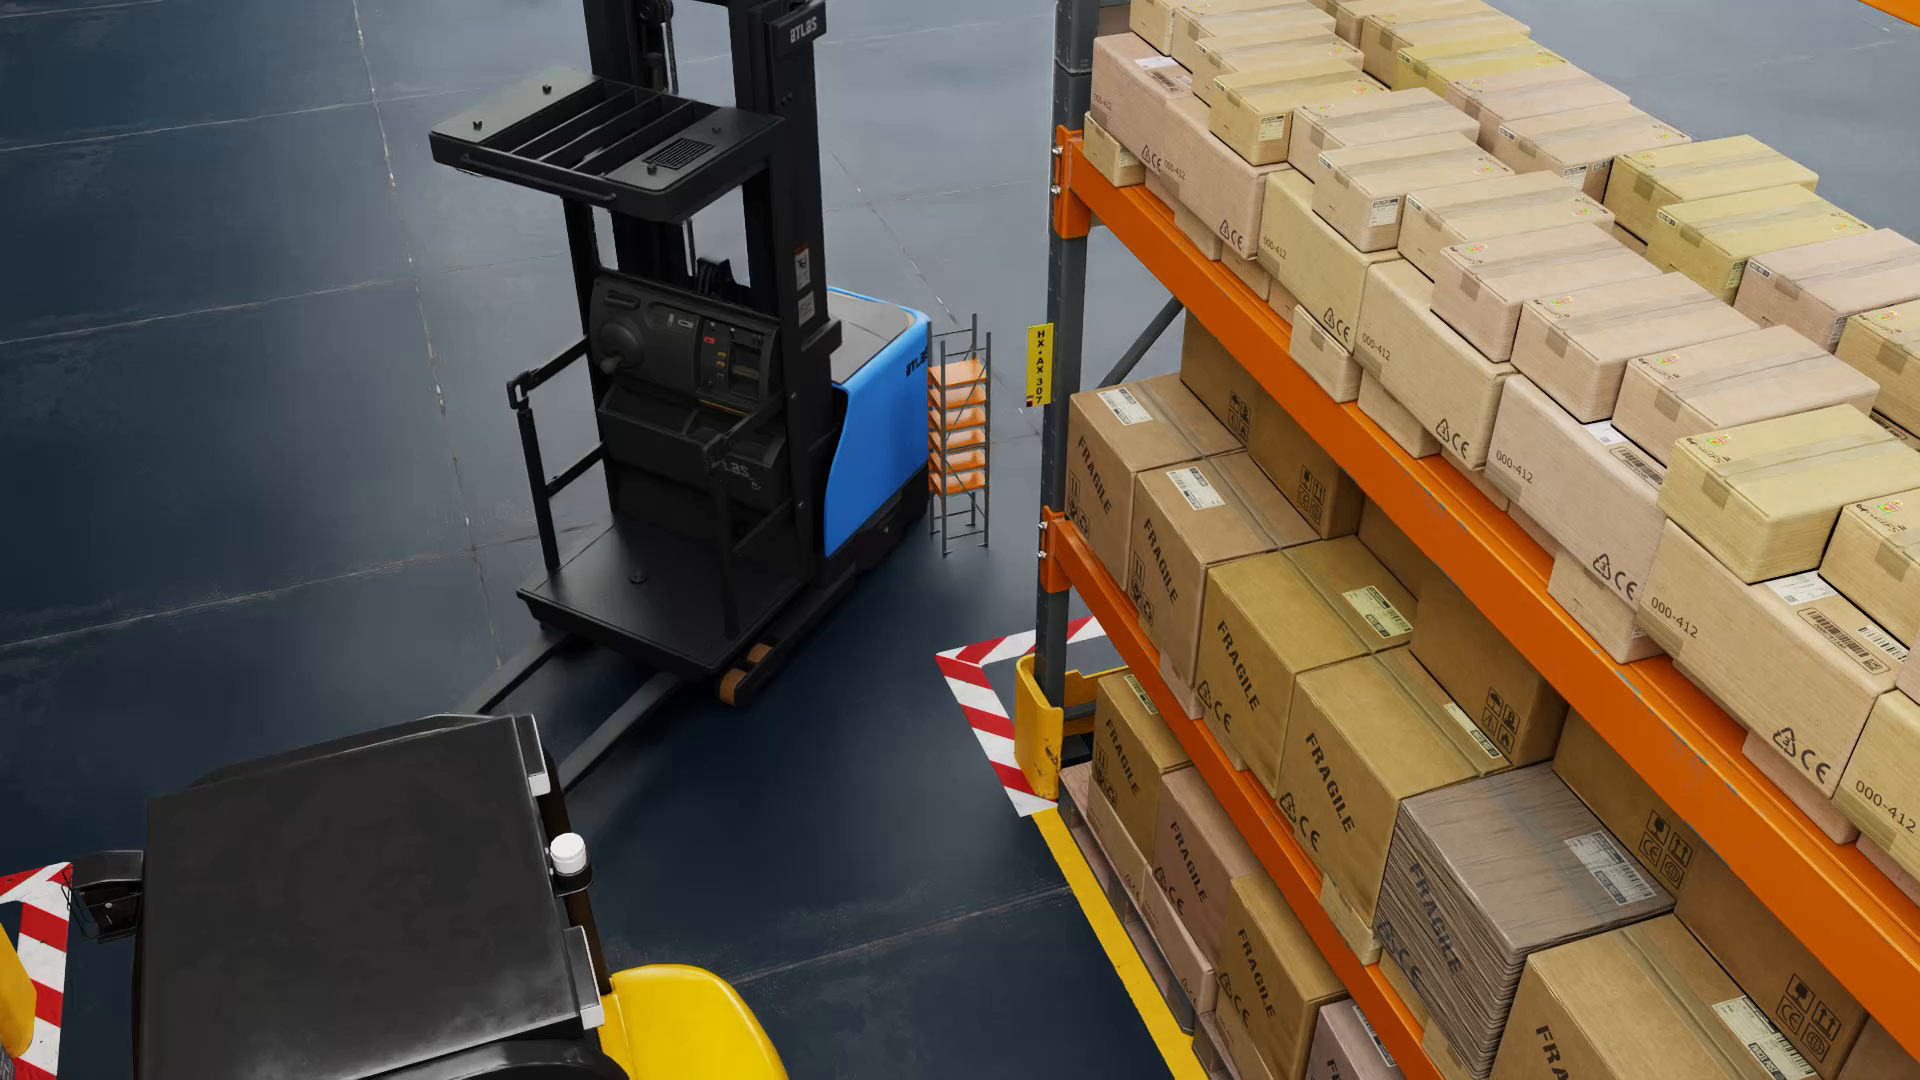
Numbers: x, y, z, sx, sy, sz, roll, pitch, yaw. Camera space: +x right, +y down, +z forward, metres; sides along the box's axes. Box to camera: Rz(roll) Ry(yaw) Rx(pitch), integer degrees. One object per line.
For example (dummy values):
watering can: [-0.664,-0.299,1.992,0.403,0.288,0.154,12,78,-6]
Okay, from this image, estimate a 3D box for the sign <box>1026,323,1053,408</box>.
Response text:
sign: [0.283,-0.613,5.851,0.100,0.325,0.005,-12,39,-16]

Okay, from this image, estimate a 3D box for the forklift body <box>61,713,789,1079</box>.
forklift body: [-1.501,1.682,4.229,2.313,2.155,1.214,-12,39,-16]

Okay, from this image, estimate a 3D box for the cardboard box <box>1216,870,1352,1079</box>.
cardboard box: [1.168,1.357,5.268,0.500,0.500,0.500,-12,39,-15]

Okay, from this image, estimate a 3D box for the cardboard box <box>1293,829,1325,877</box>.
cardboard box: [1.205,0.846,4.843,0.380,0.149,0.250,-13,39,-17]

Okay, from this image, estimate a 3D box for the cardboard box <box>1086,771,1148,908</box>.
cardboard box: [0.810,1.064,6.281,0.500,0.250,0.500,-13,39,-16]

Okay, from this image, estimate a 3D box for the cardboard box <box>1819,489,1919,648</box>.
cardboard box: [1.688,0.033,2.766,0.380,0.149,0.250,-12,38,-15]

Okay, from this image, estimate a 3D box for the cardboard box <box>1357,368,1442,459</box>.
cardboard box: [1.179,-0.353,3.942,0.380,0.149,0.250,-13,39,-17]

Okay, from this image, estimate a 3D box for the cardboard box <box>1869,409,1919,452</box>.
cardboard box: [1.928,-0.258,3.483,0.500,0.250,0.500,-12,39,-16]

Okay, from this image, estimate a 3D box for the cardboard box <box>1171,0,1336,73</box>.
cardboard box: [0.825,-1.414,4.687,0.380,0.149,0.250,-13,39,-16]

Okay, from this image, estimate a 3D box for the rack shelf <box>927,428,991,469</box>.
rack shelf: [-0.005,-0.452,7.927,0.258,0.103,0.180,-12,39,-16]

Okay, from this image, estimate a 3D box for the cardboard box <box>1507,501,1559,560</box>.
cardboard box: [1.423,-0.081,3.581,0.380,0.149,0.250,-12,39,-15]

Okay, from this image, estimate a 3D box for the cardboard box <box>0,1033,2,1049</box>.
cardboard box: [-3.409,1.781,5.329,0.500,0.250,0.500,-12,39,-16]

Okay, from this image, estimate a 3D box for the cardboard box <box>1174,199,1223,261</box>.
cardboard box: [0.835,-0.936,4.716,0.380,0.149,0.250,-11,38,-15]

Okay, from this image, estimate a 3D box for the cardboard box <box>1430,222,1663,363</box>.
cardboard box: [1.232,-0.526,3.509,0.380,0.149,0.250,-12,39,-15]

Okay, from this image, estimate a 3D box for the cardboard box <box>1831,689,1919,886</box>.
cardboard box: [1.763,0.428,2.573,0.500,0.250,0.500,-13,39,-16]

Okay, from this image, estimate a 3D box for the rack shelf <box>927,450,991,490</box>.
rack shelf: [-0.005,-0.356,7.999,0.258,0.103,0.180,-12,39,-16]

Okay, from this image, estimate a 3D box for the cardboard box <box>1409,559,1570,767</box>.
cardboard box: [1.654,0.170,4.370,0.700,0.500,0.500,-13,39,-16]

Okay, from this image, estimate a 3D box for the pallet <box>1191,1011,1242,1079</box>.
pallet: [1.481,1.931,5.511,1.003,0.211,1.213,-12,39,-16]

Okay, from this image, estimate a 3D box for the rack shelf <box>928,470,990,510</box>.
rack shelf: [-0.005,-0.260,8.071,0.258,0.103,0.180,-12,39,-16]

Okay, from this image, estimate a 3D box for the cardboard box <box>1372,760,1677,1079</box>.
cardboard box: [1.416,0.940,4.179,0.500,0.500,0.500,-11,38,-15]

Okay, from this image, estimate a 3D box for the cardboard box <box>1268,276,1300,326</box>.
cardboard box: [1.038,-0.653,4.339,0.380,0.149,0.250,-14,39,-17]

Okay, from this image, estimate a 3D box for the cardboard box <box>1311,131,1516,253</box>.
cardboard box: [1.058,-0.818,3.896,0.380,0.149,0.250,-11,38,-15]

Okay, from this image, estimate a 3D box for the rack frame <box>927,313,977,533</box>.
rack frame: [-0.036,-0.539,7.968,0.240,1.200,0.006,-12,39,-16]

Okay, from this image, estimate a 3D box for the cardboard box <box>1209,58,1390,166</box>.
cardboard box: [0.869,-1.103,4.274,0.380,0.149,0.250,-13,39,-16]

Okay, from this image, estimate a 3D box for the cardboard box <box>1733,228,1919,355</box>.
cardboard box: [1.867,-0.506,3.482,0.380,0.149,0.250,-13,39,-17]

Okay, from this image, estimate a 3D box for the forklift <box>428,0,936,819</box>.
forklift: [-1.272,-0.755,6.816,1.130,2.935,3.031,19,41,23]

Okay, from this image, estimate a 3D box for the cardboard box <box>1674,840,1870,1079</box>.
cardboard box: [2.066,0.735,3.619,0.700,0.500,0.500,-12,39,-16]

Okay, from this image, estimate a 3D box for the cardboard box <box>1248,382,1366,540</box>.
cardboard box: [1.340,-0.407,5.136,0.700,0.500,0.500,-12,39,-16]

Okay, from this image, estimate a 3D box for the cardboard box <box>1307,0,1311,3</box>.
cardboard box: [1.186,-1.666,5.022,0.380,0.149,0.250,-12,39,-16]

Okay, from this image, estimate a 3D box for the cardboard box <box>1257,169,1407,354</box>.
cardboard box: [1.080,-0.724,4.103,0.500,0.250,0.500,-11,38,-15]

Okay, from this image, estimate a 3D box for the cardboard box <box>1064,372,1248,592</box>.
cardboard box: [0.695,-0.214,5.710,0.500,0.500,0.500,-13,39,-17]

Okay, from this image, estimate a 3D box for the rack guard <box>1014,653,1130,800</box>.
rack guard: [0.818,0.662,6.956,1.175,0.500,0.348,-12,39,-16]

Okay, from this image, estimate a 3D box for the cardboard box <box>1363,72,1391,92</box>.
cardboard box: [1.381,-1.116,4.623,0.500,0.250,0.500,-13,39,-17]

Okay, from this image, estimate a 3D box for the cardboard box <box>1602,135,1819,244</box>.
cardboard box: [1.745,-0.807,3.881,0.380,0.149,0.250,-11,38,-15]

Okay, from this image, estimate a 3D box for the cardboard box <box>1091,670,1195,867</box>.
cardboard box: [0.819,0.777,6.038,0.500,0.500,0.500,-14,39,-17]

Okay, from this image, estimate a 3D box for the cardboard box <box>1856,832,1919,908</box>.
cardboard box: [1.770,0.506,2.801,0.380,0.149,0.250,-12,39,-15]

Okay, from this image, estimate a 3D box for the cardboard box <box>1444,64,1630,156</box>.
cardboard box: [1.460,-1.079,4.242,0.380,0.149,0.250,-12,39,-16]

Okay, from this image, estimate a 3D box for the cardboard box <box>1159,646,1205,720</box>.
cardboard box: [0.874,0.414,5.415,0.380,0.149,0.250,-12,39,-15]

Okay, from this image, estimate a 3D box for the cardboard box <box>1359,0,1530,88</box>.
cardboard box: [1.344,-1.372,4.632,0.380,0.149,0.250,-13,39,-16]

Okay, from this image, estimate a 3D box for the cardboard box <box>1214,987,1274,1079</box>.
cardboard box: [1.178,1.659,5.490,0.500,0.250,0.500,-10,38,-13]

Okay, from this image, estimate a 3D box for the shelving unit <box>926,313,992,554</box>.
shelving unit: [-0.005,-0.487,7.900,0.258,1.200,0.189,-12,39,-16]

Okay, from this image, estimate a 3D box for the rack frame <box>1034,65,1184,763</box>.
rack frame: [0.792,-0.380,6.261,1.000,3.000,0.127,-12,39,-16]

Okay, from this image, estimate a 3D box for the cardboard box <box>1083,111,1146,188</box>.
cardboard box: [0.602,-1.223,5.096,0.380,0.149,0.250,-12,39,-16]

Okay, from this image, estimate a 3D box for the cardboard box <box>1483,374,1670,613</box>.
cardboard box: [1.427,-0.147,3.337,0.500,0.250,0.500,-13,39,-17]

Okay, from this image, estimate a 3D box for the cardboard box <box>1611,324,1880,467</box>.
cardboard box: [1.482,-0.256,3.149,0.380,0.149,0.250,-13,39,-17]

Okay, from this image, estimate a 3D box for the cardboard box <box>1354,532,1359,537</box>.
cardboard box: [1.406,-0.005,5.433,0.500,0.500,0.500,-12,39,-16]

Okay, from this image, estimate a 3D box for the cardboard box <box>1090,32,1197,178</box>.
cardboard box: [0.715,-1.298,4.864,0.500,0.250,0.500,-13,39,-17]

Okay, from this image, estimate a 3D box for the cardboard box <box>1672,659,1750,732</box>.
cardboard box: [1.616,0.213,3.189,0.380,0.149,0.250,-14,39,-17]

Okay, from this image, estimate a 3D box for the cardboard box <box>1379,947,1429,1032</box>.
cardboard box: [1.359,1.138,4.455,0.380,0.149,0.250,-13,39,-17]

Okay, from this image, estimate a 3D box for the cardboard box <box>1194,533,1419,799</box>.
cardboard box: [1.053,0.366,4.941,0.500,0.500,0.500,-13,39,-17]

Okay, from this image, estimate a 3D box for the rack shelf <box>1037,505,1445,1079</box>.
rack shelf: [1.481,1.037,4.978,1.077,0.370,4.000,-12,39,-16]
